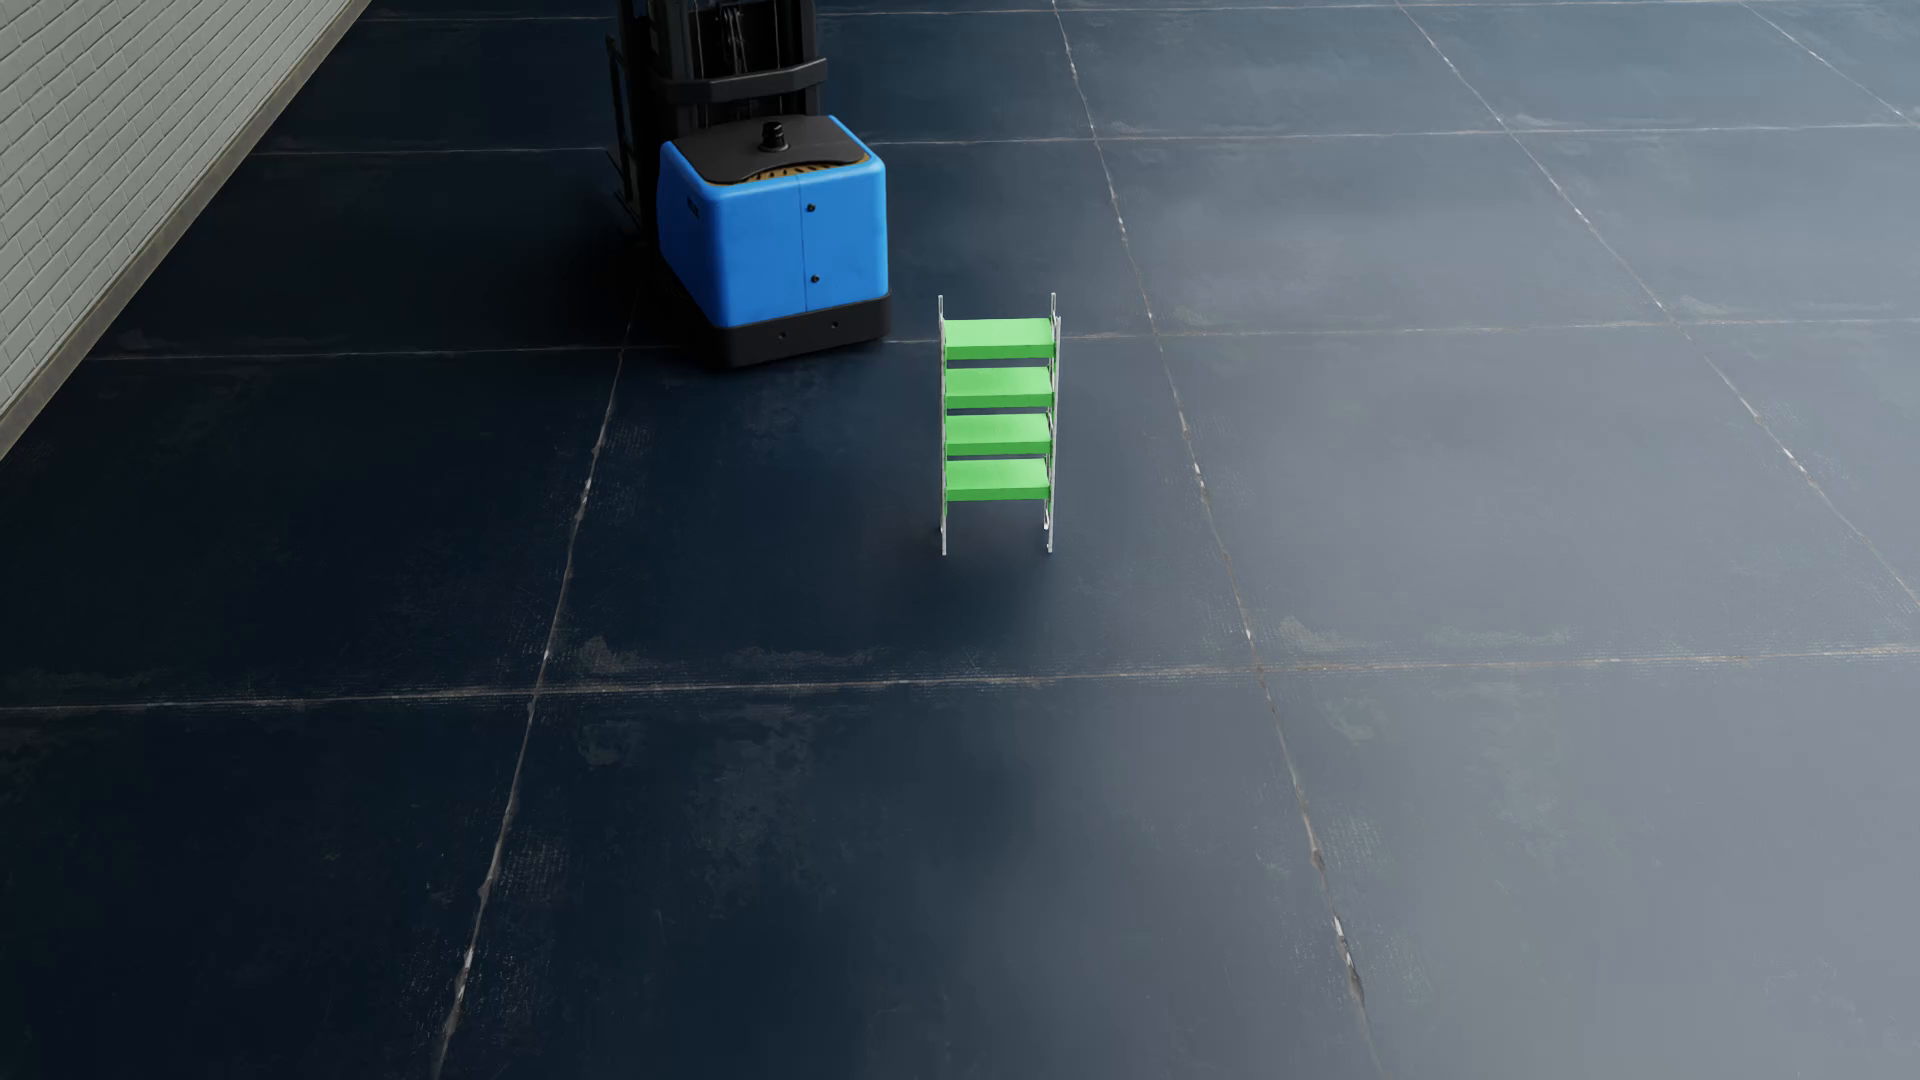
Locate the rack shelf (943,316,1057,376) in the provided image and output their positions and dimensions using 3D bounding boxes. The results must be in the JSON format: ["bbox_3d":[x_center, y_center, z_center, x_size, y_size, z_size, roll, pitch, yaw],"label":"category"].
[{"bbox_3d":[0.165,-0.840,7.178,0.480,0.148,0.258,-2,35,-2],"label":"rack shelf"}]

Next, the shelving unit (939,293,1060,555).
[{"bbox_3d":[0.165,-0.498,7.415,0.503,1.200,0.258,-2,35,-2],"label":"shelving unit"}]

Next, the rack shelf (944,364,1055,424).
[{"bbox_3d":[0.165,-0.643,7.315,0.480,0.148,0.258,-2,35,-2],"label":"rack shelf"}]

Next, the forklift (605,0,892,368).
[{"bbox_3d":[-1.449,-2.959,9.450,1.130,2.935,3.031,-14,37,-20],"label":"forklift"}]

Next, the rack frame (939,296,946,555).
[{"bbox_3d":[-0.078,-0.491,7.405,0.015,1.200,0.240,-2,35,-2],"label":"rack frame"}]

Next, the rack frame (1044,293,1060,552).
[{"bbox_3d":[0.409,-0.504,7.424,0.015,1.200,0.240,-2,35,-2],"label":"rack frame"}]

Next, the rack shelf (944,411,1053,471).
[{"bbox_3d":[0.165,-0.445,7.451,0.480,0.148,0.258,-2,35,-2],"label":"rack shelf"}]

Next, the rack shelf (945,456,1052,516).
[{"bbox_3d":[0.165,-0.248,7.588,0.480,0.148,0.258,-2,35,-2],"label":"rack shelf"}]
